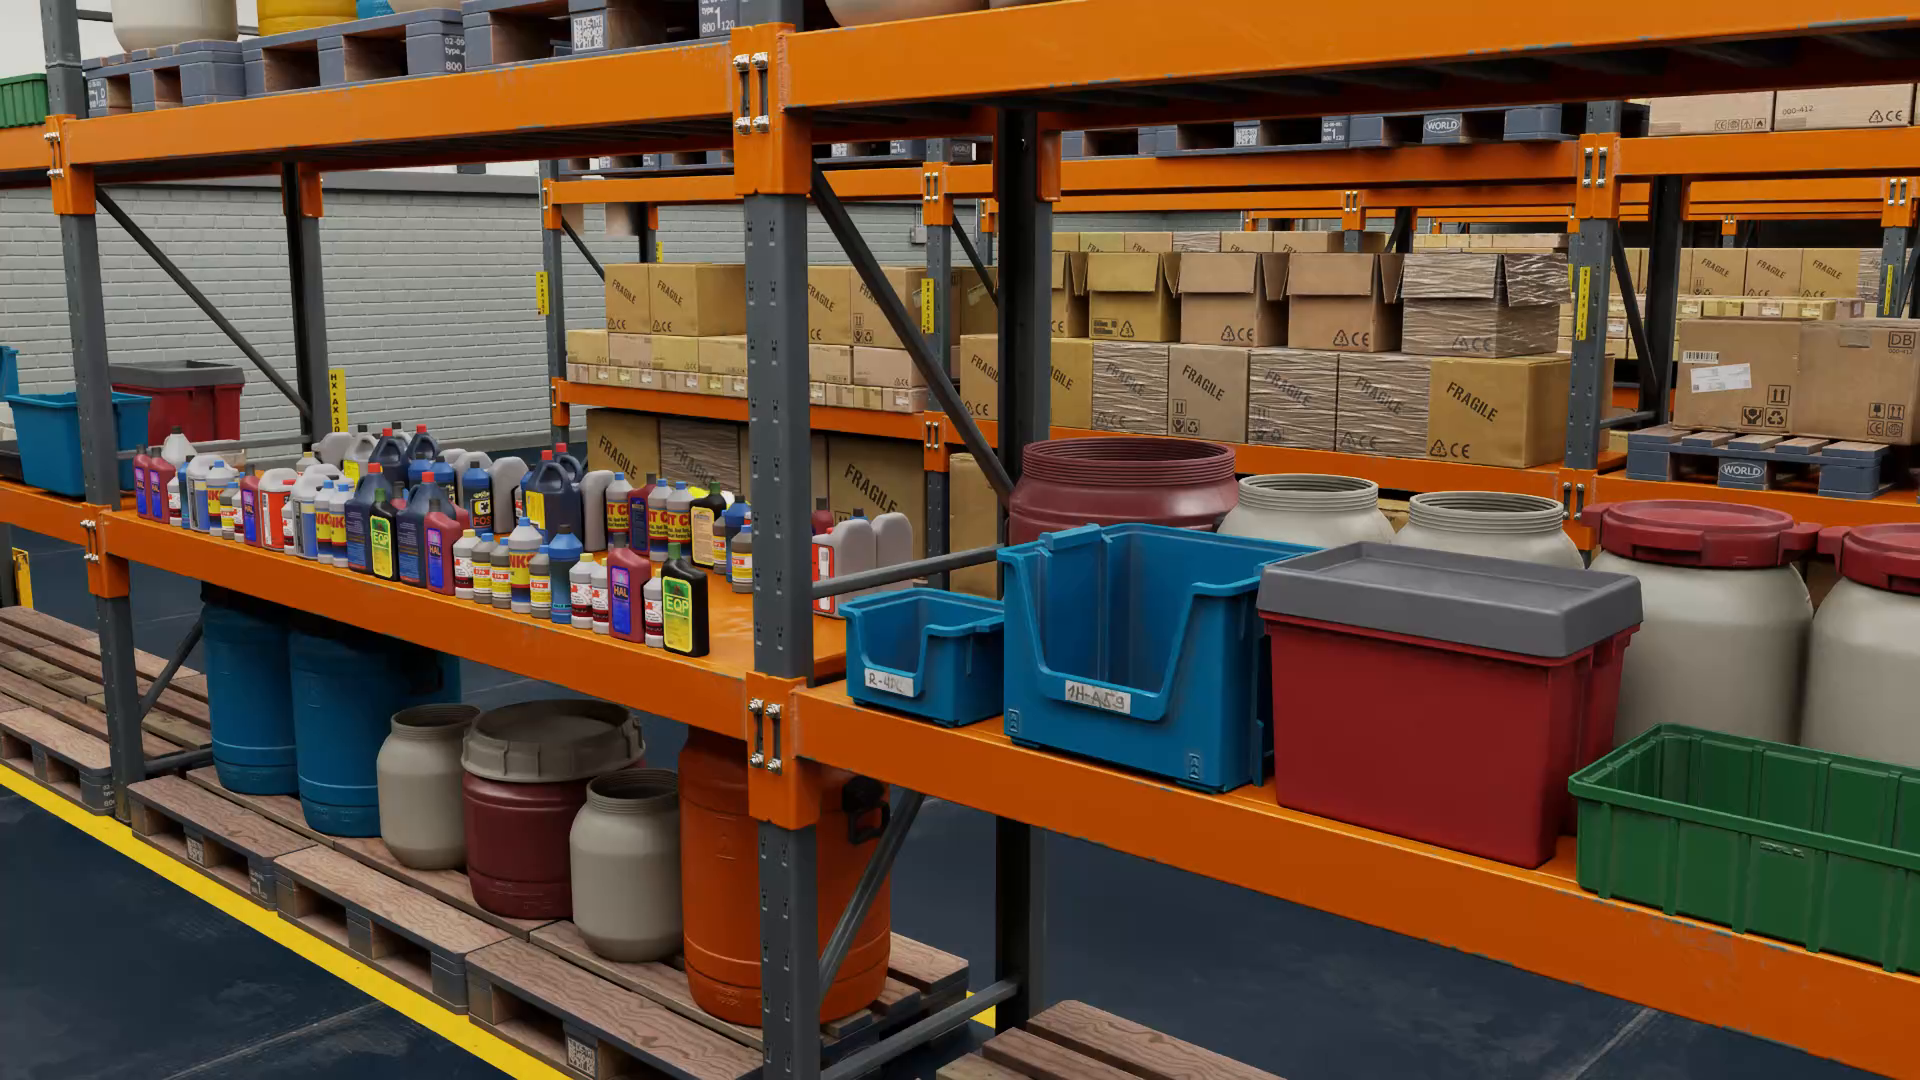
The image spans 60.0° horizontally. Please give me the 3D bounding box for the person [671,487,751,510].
[{"bbox_3d":[-1.452,0.259,8.839,0.975,1.076,0.482,8,13,38],"label":"person"}]
